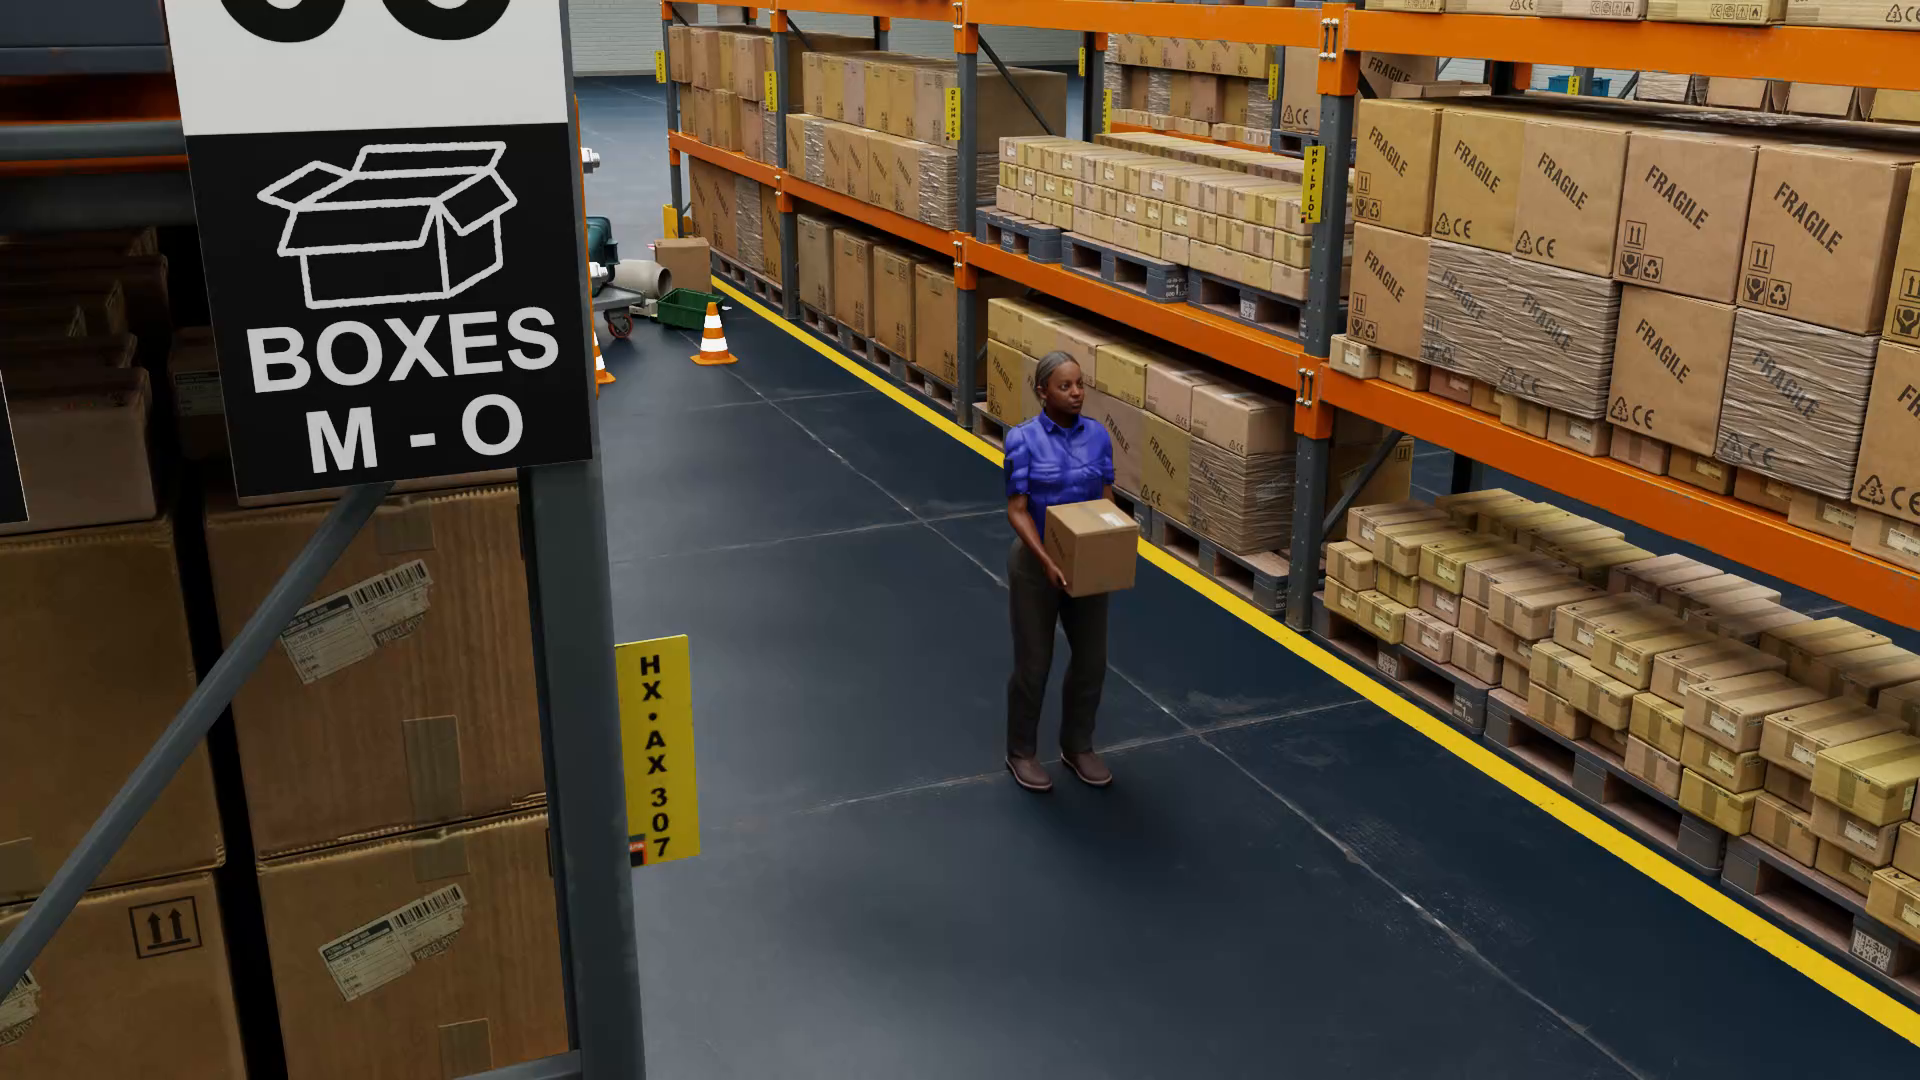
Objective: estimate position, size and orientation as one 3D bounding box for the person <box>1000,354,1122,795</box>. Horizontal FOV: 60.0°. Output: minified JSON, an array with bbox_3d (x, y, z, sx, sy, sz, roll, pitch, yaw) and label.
[{"bbox_3d":[0.384,0.120,6.216,0.497,1.658,0.399,-9,21,-23],"label":"person"}]
